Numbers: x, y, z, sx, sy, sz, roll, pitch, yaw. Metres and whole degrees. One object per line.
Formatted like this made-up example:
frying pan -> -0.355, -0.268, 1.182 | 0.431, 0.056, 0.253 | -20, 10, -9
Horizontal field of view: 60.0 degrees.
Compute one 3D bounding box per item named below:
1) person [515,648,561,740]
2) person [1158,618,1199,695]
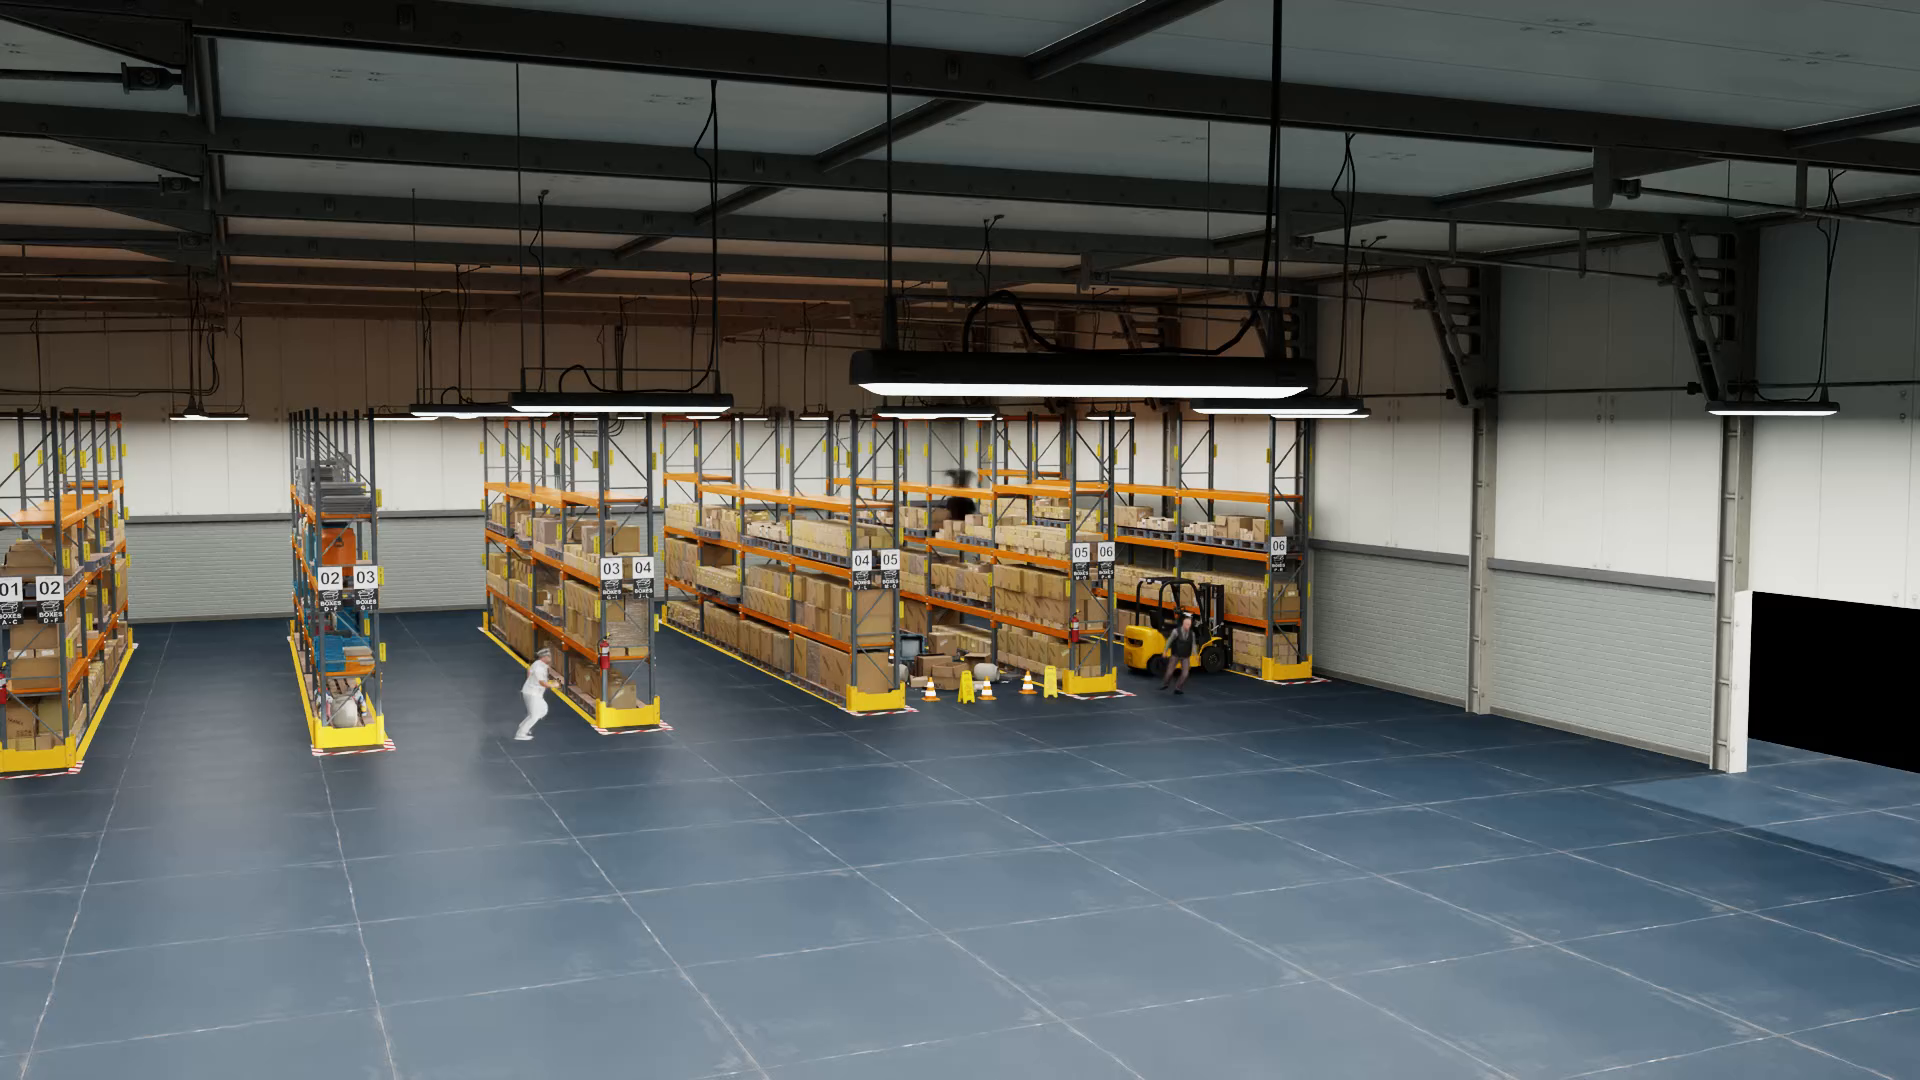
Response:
person -> -7.664, 2.786, 30.177 | 0.833, 1.668, 0.674 | -1, 4, -18
person -> 4.600, 2.440, 35.048 | 0.805, 1.643, 0.623 | -1, 4, -9
